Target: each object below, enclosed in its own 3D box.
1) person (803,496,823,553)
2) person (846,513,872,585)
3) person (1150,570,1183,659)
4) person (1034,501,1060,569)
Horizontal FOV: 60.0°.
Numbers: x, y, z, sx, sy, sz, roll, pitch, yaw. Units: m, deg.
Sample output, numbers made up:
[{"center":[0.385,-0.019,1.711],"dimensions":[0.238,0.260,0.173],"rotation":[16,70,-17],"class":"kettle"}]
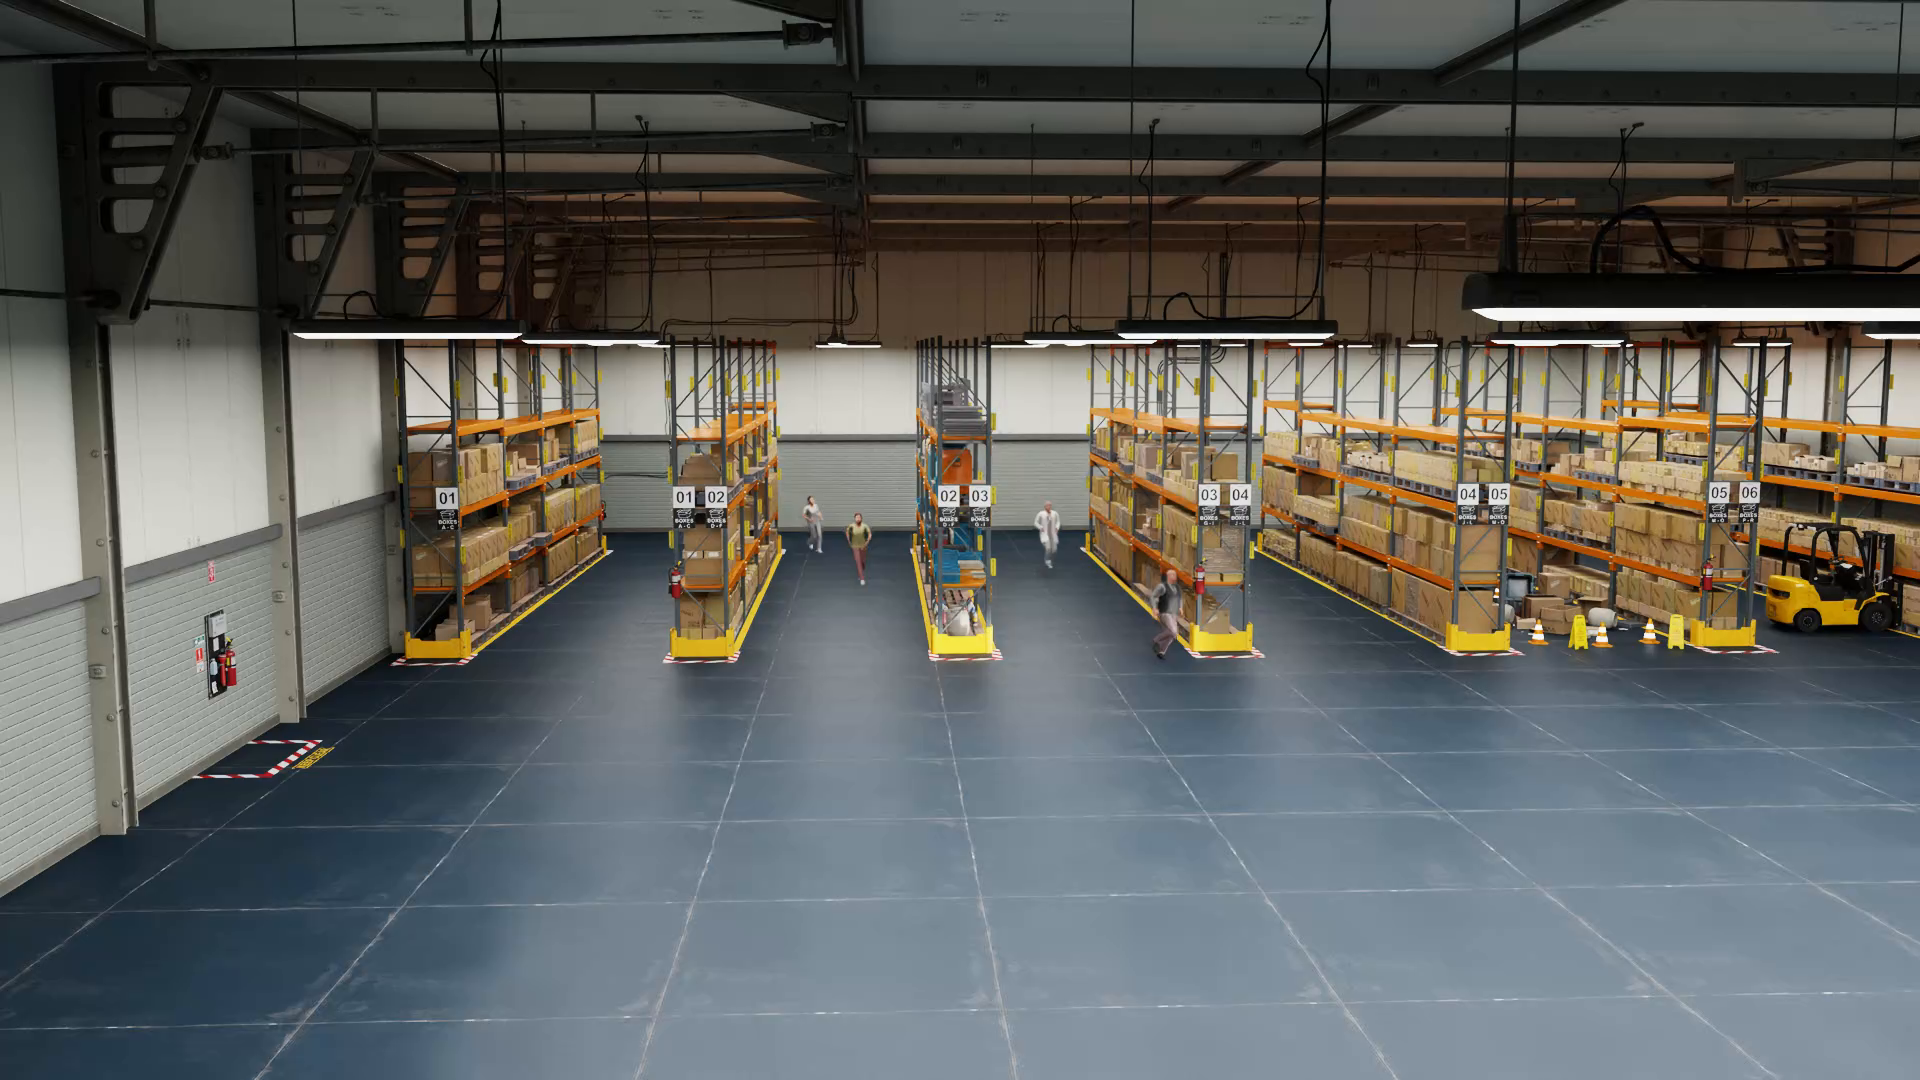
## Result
[{"center":[-4.227,-0.453,47.414],"dimensions":[0.601,1.621,0.705],"rotation":[-5,8,-37],"class":"person"},{"center":[-2.377,0.192,39.061],"dimensions":[0.604,1.659,0.725],"rotation":[-1,7,-4],"class":"person"},{"center":[3.934,1.389,30.989],"dimensions":[0.684,1.649,0.540],"rotation":[-5,8,-35],"class":"person"},{"center":[2.258,-0.115,42.529],"dimensions":[0.706,1.744,0.646],"rotation":[-1,7,-12],"class":"person"}]
